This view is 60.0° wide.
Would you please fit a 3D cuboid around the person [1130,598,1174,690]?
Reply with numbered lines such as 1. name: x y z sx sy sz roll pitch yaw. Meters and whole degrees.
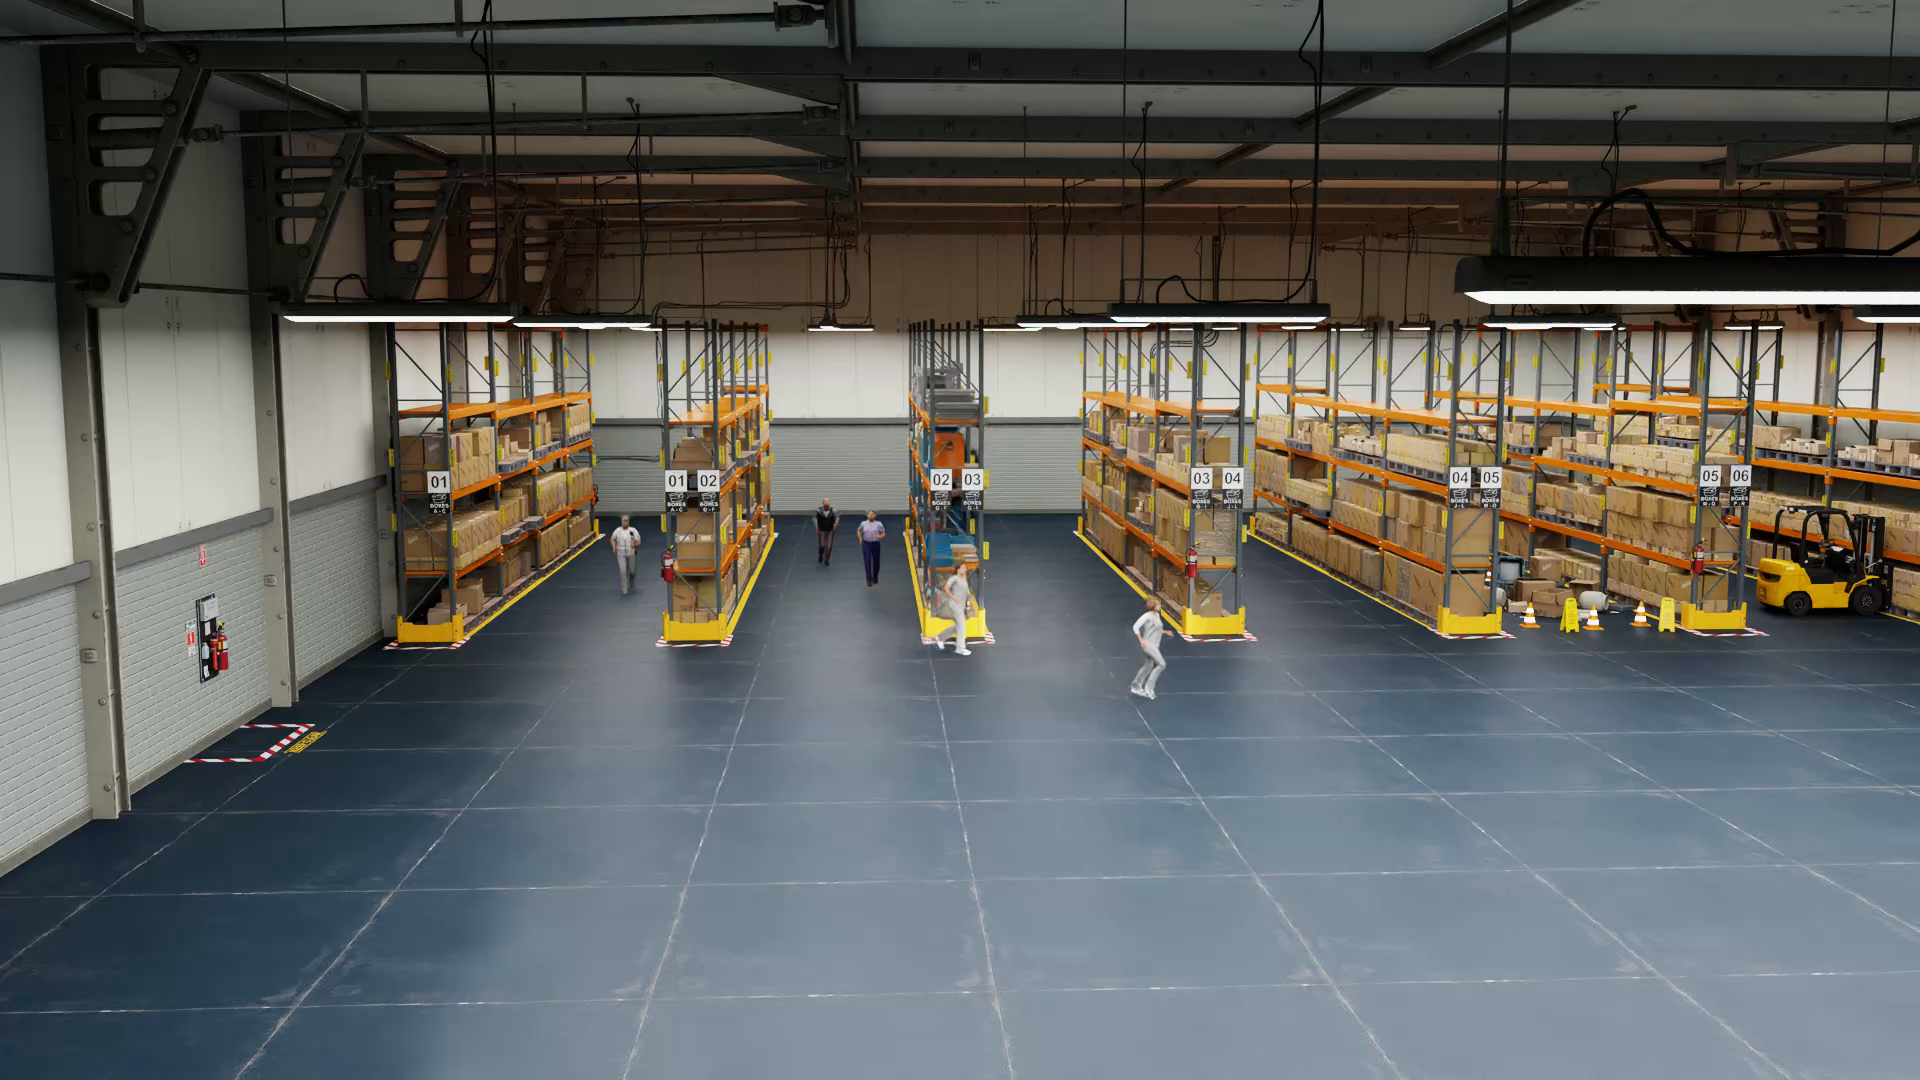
1. person: 3.026 1.685 26.239 0.676 1.372 0.529 3 8 20

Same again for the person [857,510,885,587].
1. person: -1.928 0.180 36.172 0.619 1.650 0.788 -1 7 -5

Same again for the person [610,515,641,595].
1. person: -7.410 0.306 36.878 0.675 1.742 0.830 -1 7 -11

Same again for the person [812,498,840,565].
1. person: -3.304 -0.207 41.268 0.671 1.689 0.567 -1 7 -11

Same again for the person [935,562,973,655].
1. person: -0.060 1.207 30.106 0.792 1.645 0.626 4 8 29
